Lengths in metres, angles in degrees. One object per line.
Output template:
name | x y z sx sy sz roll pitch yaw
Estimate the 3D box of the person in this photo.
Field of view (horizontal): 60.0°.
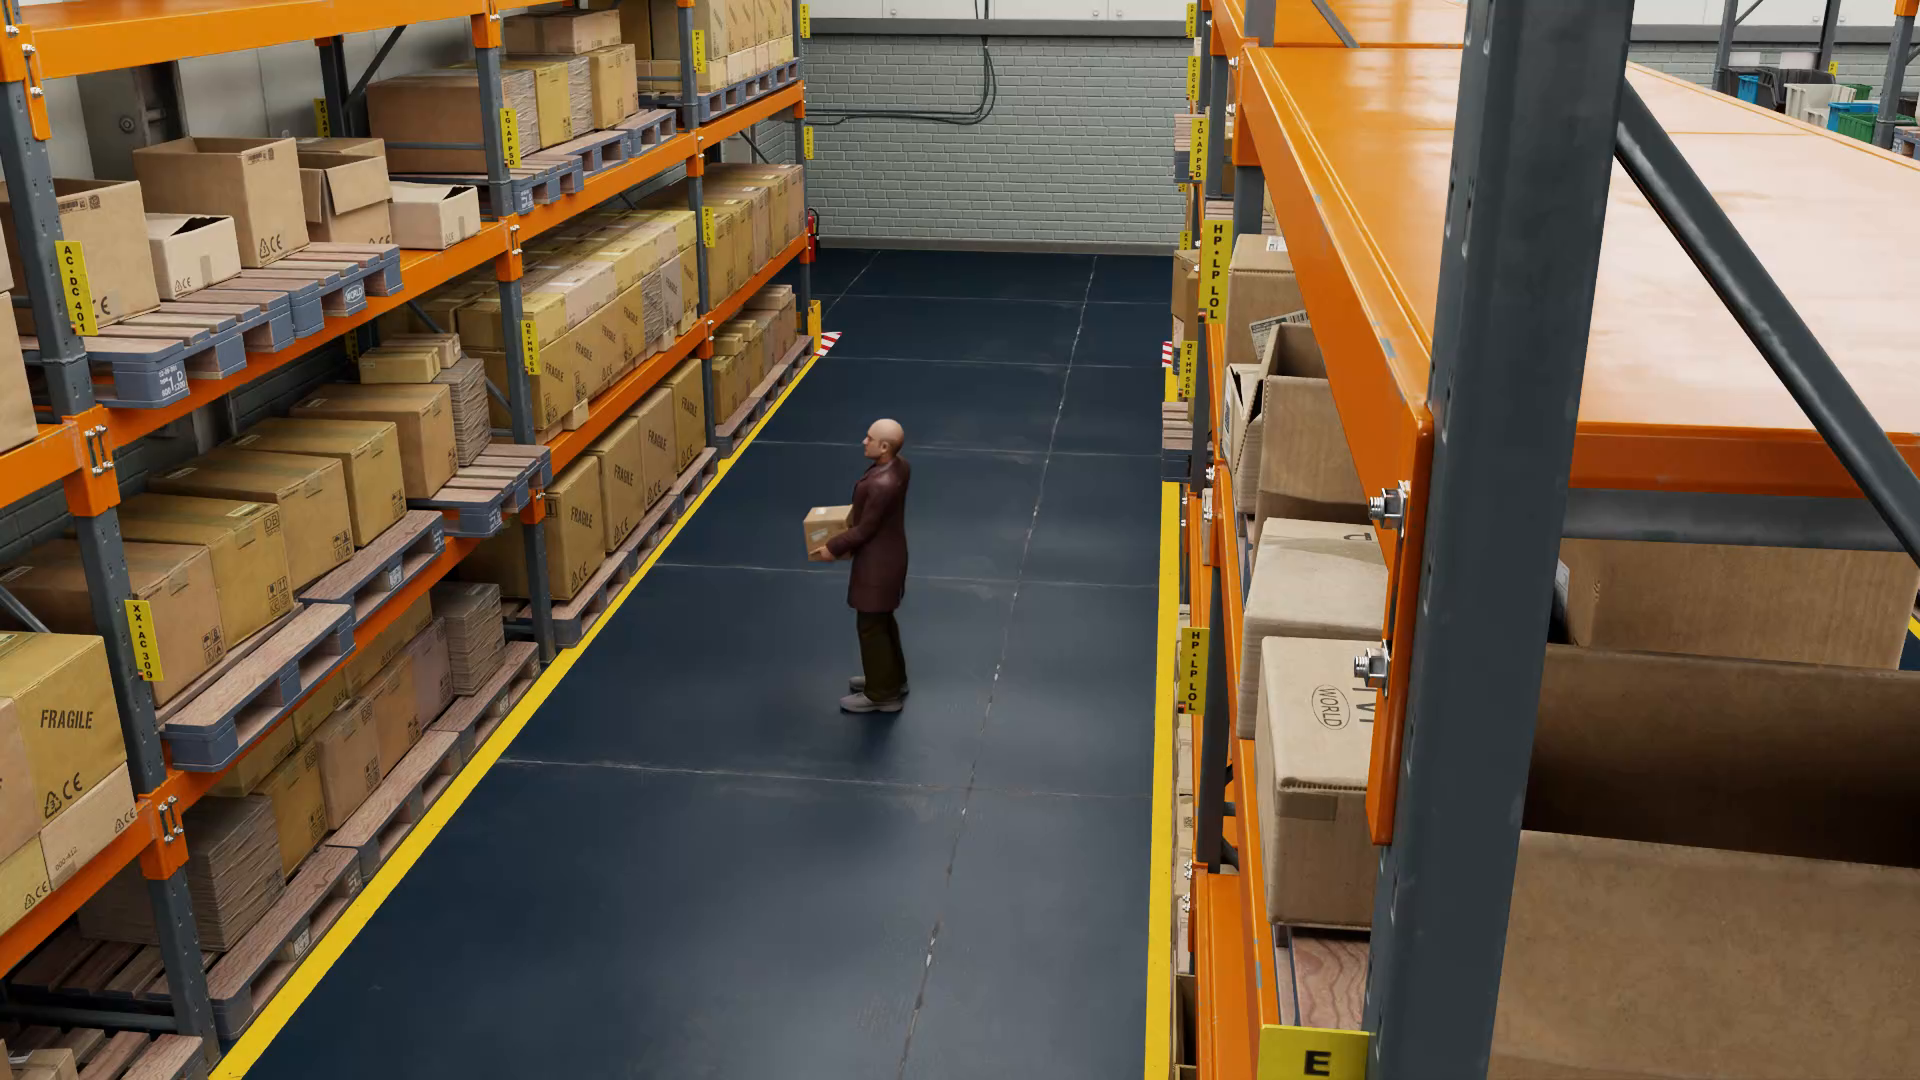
person | -0.578 0.136 9.745 0.554 1.774 0.533 2 21 6
